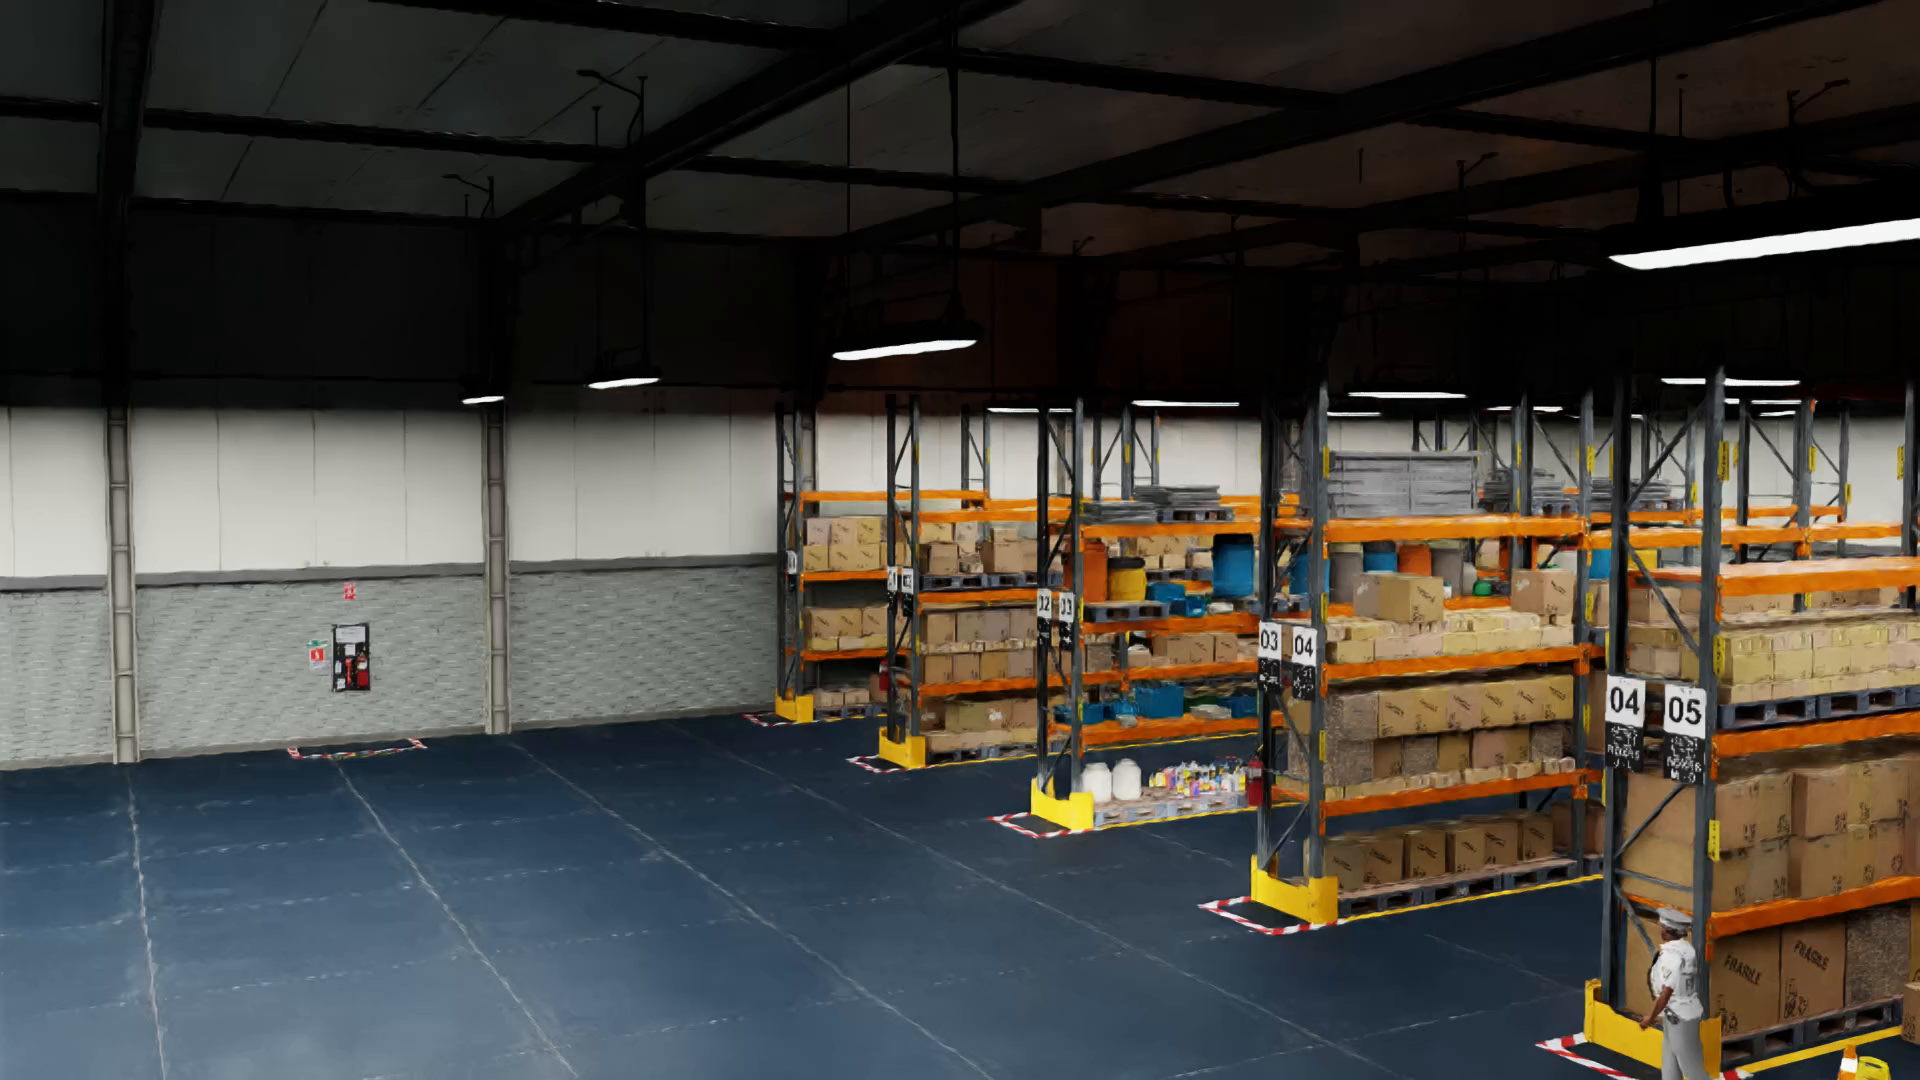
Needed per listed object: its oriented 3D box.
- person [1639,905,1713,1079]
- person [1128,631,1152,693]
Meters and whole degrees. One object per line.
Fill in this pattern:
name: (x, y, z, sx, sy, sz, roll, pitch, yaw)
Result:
person: (5.455, 3.628, 12.544, 0.686, 1.650, 0.489, 2, 4, 33)
person: (3.353, 2.547, 31.295, 0.524, 1.677, 0.458, 0, 3, 3)
